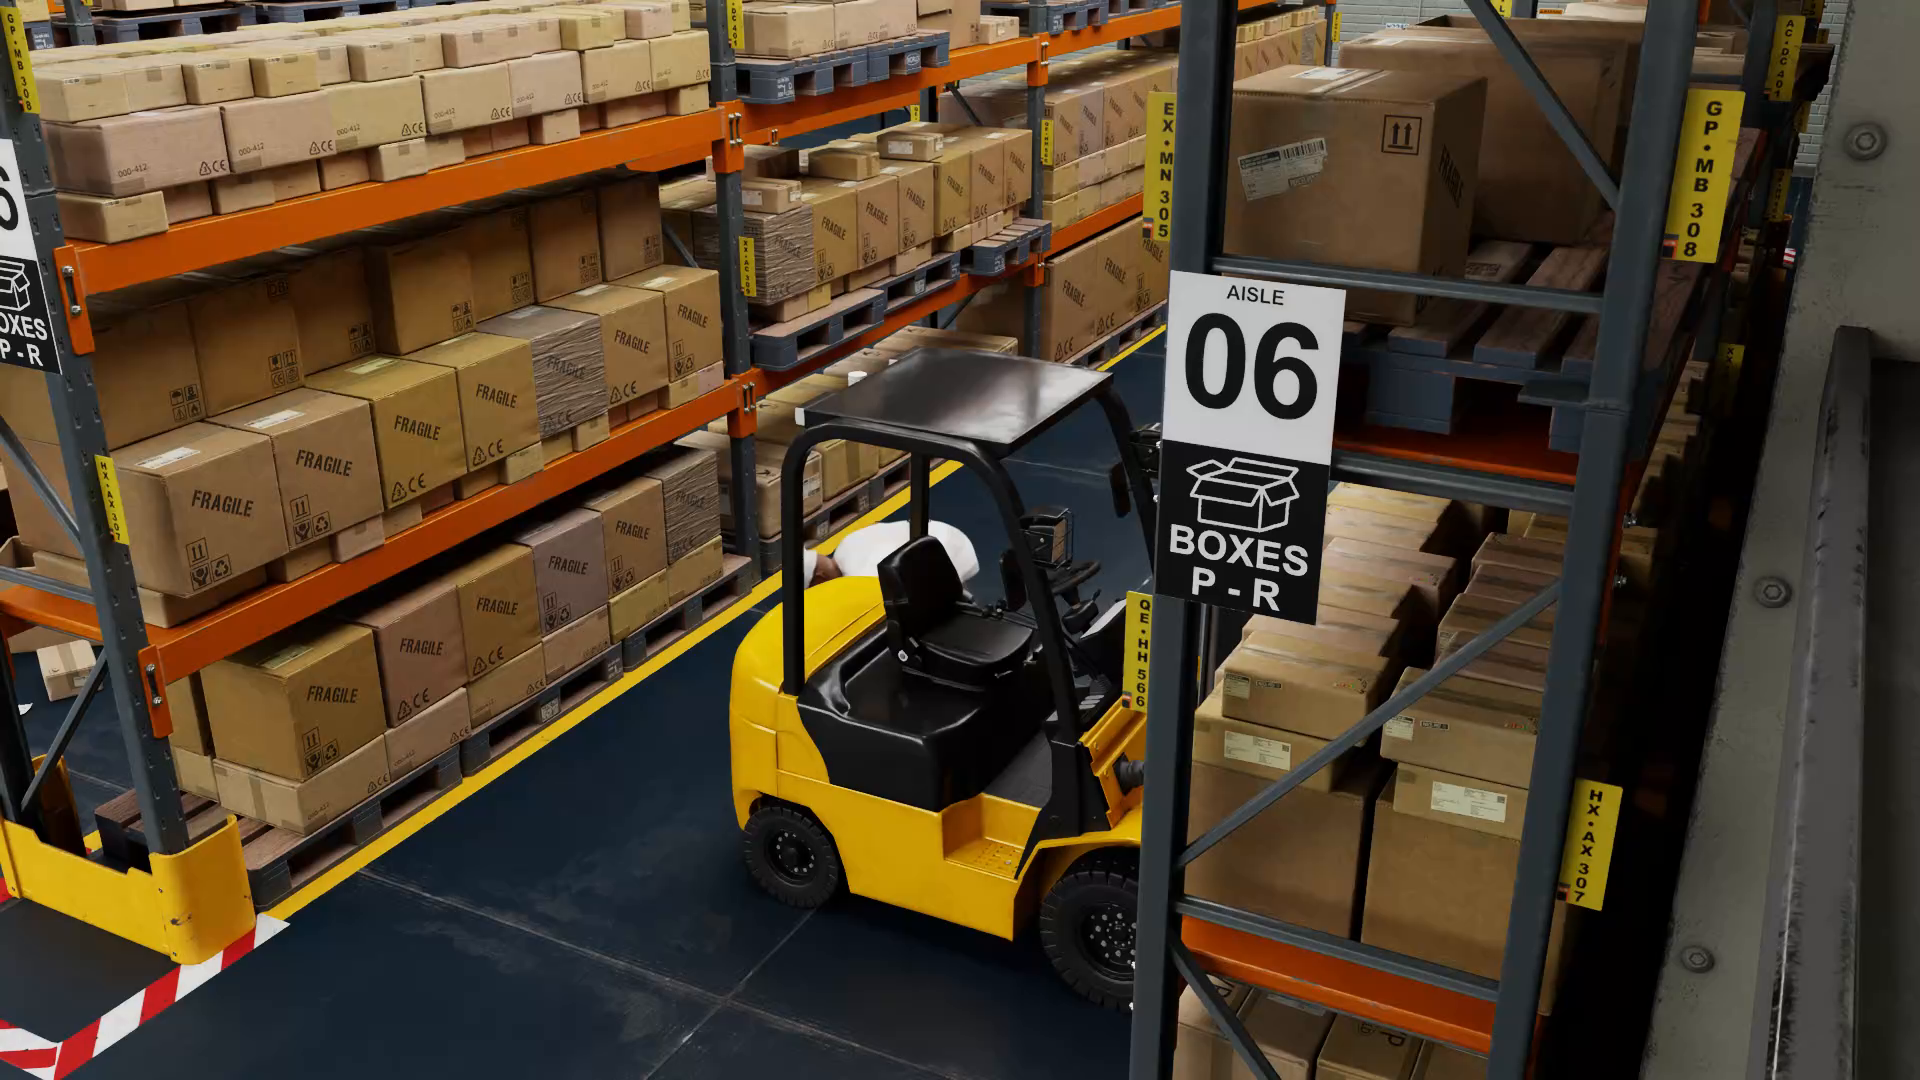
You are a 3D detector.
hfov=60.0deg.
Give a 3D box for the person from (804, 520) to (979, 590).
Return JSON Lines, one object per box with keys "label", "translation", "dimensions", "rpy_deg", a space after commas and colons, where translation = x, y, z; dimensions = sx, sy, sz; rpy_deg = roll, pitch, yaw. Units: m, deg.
{"label": "person", "translation": [-0.406, 0.343, 8.665], "dimensions": [0.983, 0.885, 0.524], "rpy_deg": [-2, 23, -4]}
